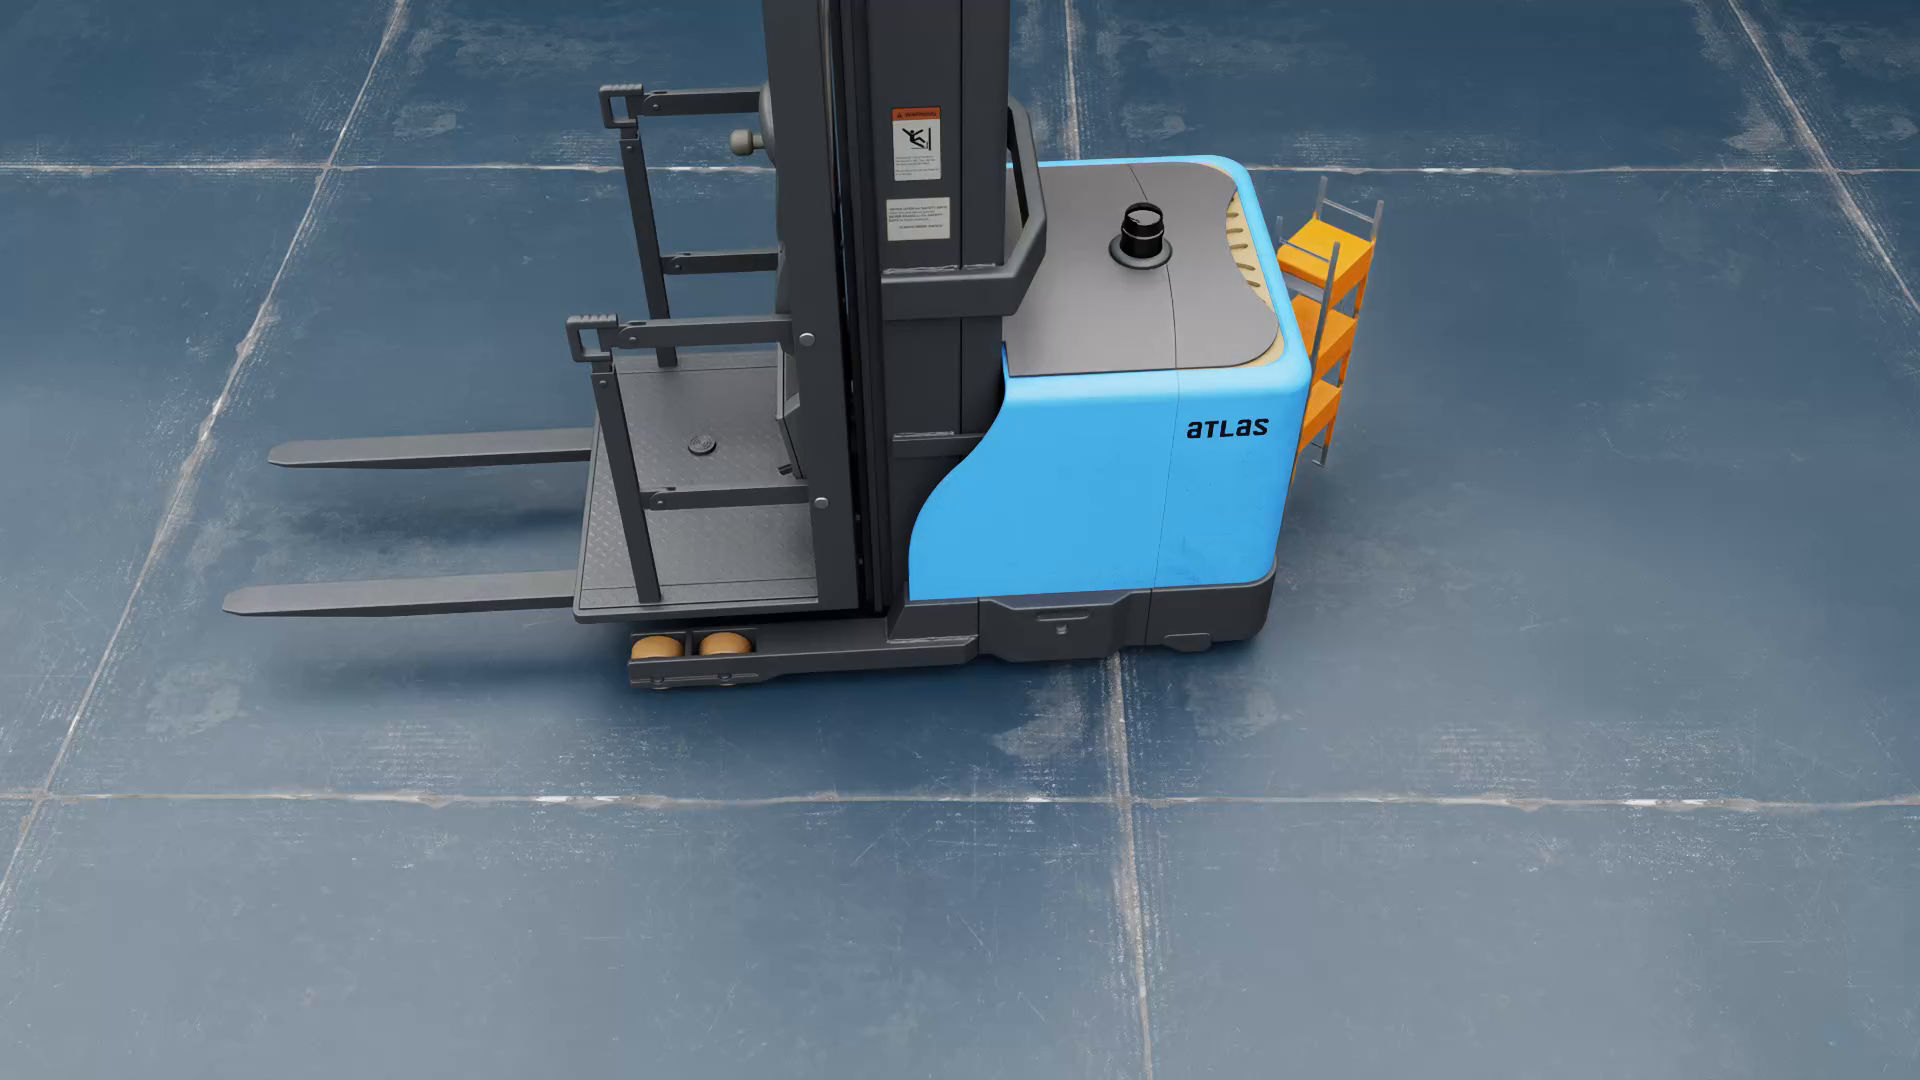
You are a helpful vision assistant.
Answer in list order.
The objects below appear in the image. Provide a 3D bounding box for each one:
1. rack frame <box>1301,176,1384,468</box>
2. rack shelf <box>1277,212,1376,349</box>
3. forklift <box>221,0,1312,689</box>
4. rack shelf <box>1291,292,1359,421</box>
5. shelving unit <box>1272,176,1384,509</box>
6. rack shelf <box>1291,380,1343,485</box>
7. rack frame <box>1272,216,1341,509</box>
[{"bbox_3d":[1.121,-0.643,5.131,0.200,1.050,0.008,30,54,25],"label":"rack frame"},{"bbox_3d":[1.045,-0.759,4.866,0.215,0.259,0.240,30,54,25],"label":"rack shelf"},{"bbox_3d":[-0.629,-0.967,4.147,3.031,2.935,1.130,-3,47,-3],"label":"forklift"},{"bbox_3d":[1.045,-0.566,5.074,0.215,0.259,0.240,30,54,25],"label":"rack shelf"},{"bbox_3d":[1.045,-0.573,5.066,0.215,1.050,0.252,30,54,25],"label":"shelving unit"},{"bbox_3d":[1.045,-0.377,5.278,0.215,0.259,0.240,30,54,25],"label":"rack shelf"},{"bbox_3d":[0.969,-0.504,5.002,0.200,1.050,0.008,30,54,25],"label":"rack frame"}]
